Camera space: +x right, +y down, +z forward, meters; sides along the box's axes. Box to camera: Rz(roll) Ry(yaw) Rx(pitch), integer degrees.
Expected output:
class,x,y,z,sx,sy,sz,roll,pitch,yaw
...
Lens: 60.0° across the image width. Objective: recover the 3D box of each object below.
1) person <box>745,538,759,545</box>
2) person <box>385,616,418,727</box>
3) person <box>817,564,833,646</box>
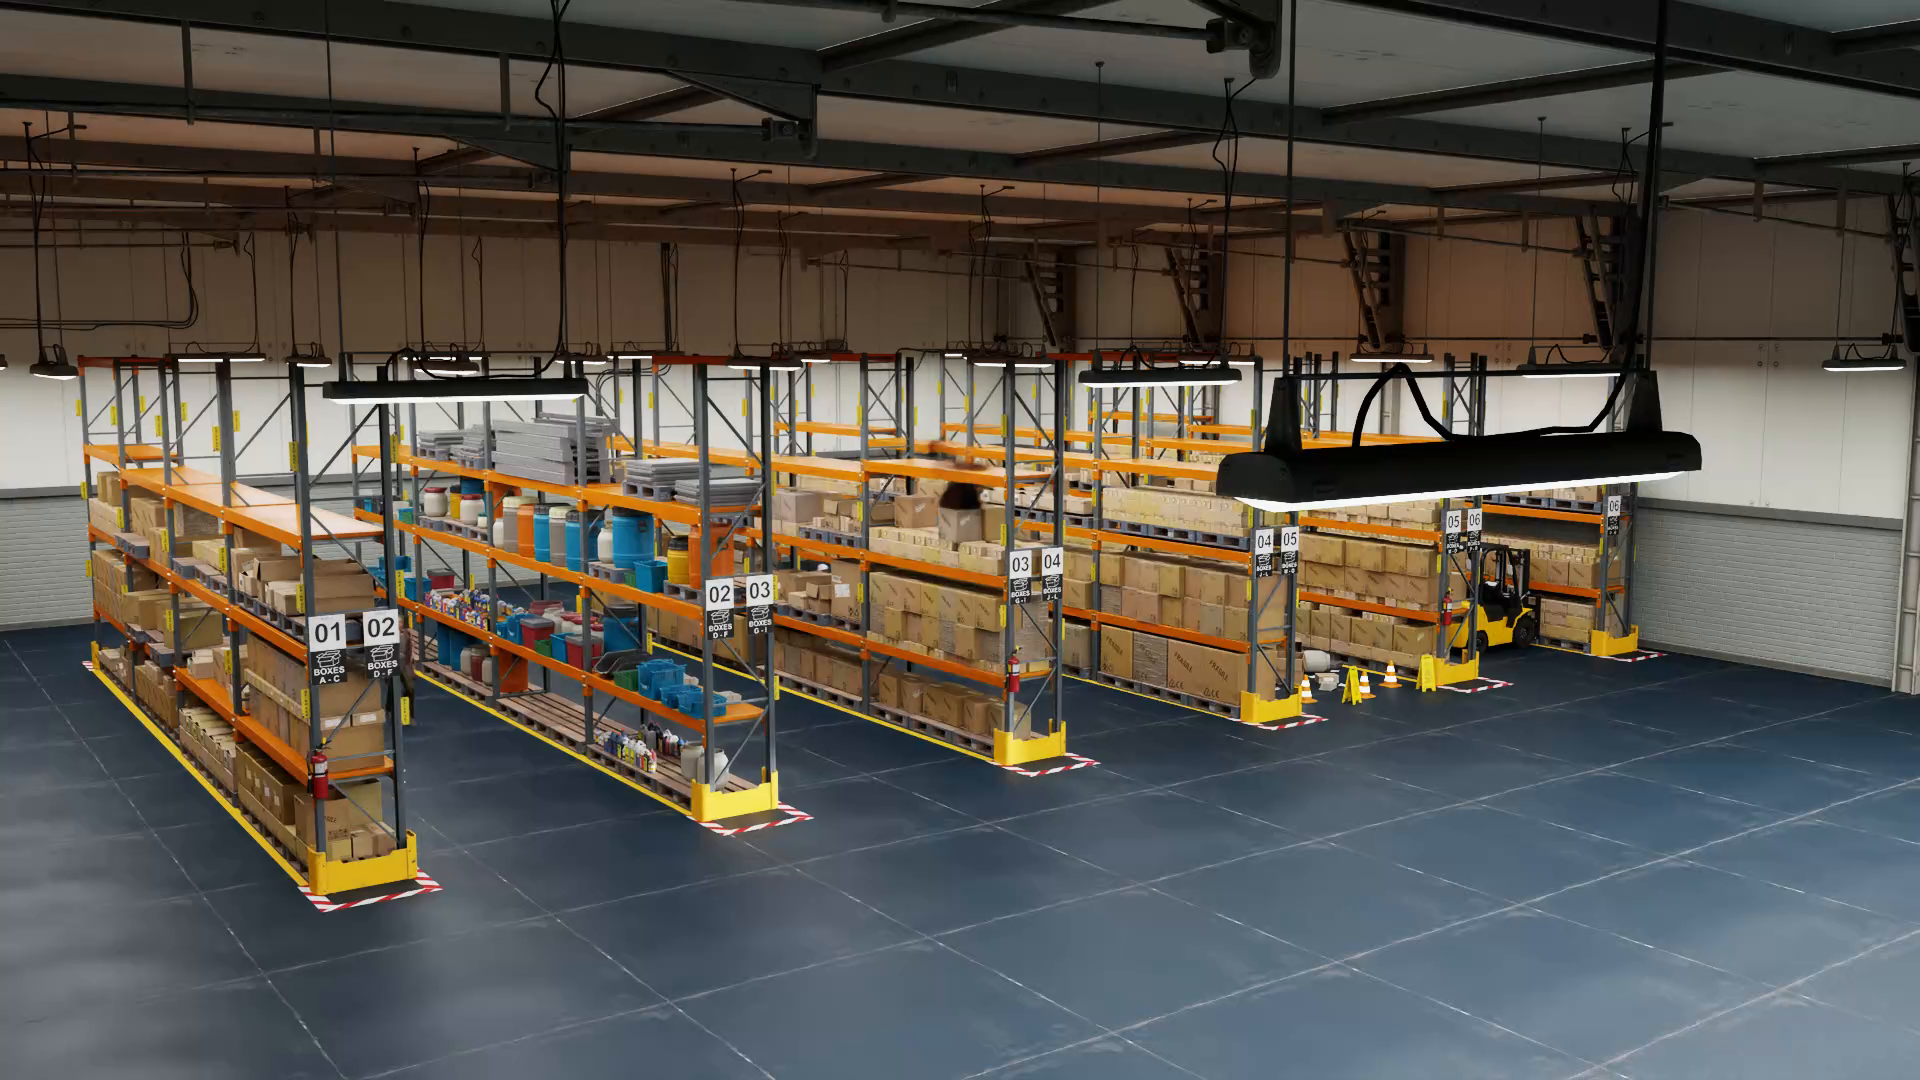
class,x,y,z,sx,sy,sz,roll,pitch,yaw
person,-5.180,0.530,41.536,0.728,1.685,0.750,6,9,43
person,-9.261,2.148,27.340,0.684,1.843,0.863,-6,9,-41
person,-2.793,1.385,33.741,0.680,1.824,0.759,-6,9,-42
